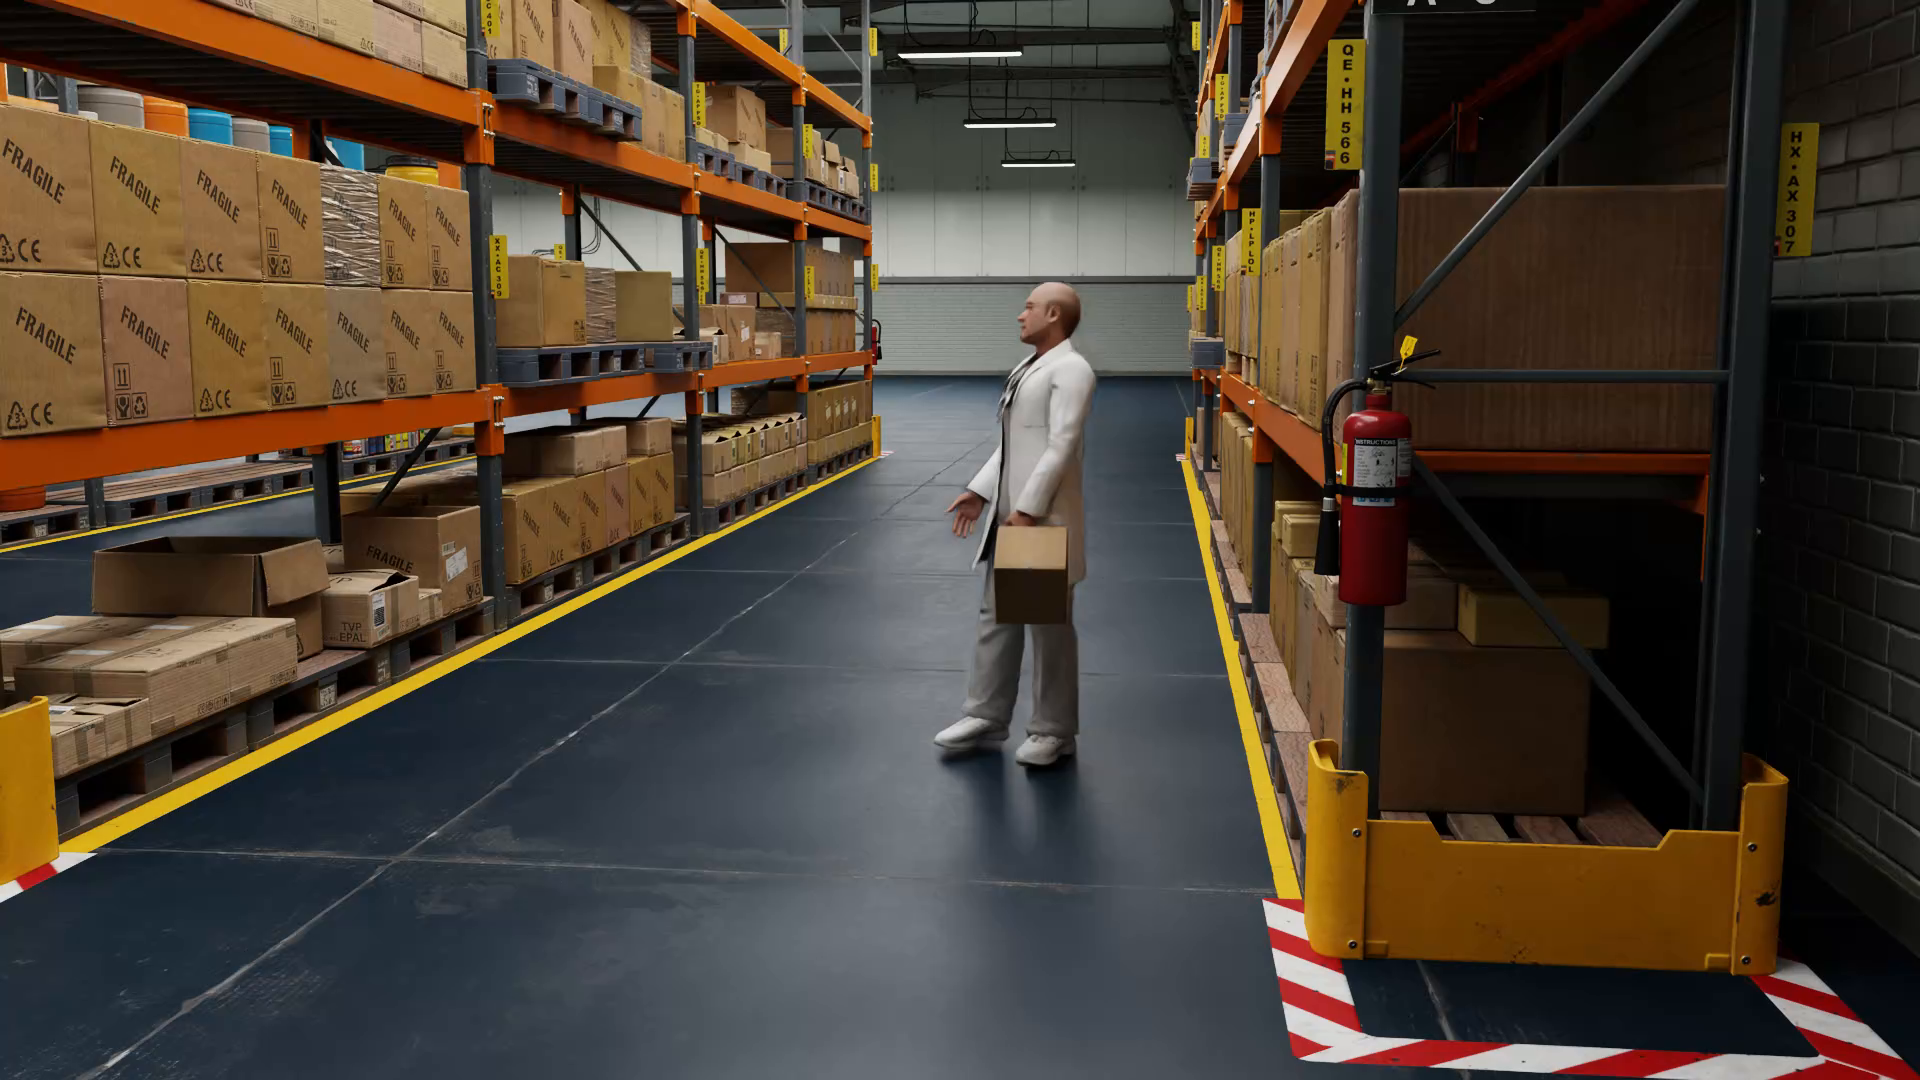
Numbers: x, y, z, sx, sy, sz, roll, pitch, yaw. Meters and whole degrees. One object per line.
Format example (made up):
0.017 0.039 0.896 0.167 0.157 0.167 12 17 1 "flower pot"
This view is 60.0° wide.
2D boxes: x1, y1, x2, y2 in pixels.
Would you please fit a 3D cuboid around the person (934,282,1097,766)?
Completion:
0.209 -0.065 6.224 0.577 1.782 0.580 -3 8 -22 "person"
